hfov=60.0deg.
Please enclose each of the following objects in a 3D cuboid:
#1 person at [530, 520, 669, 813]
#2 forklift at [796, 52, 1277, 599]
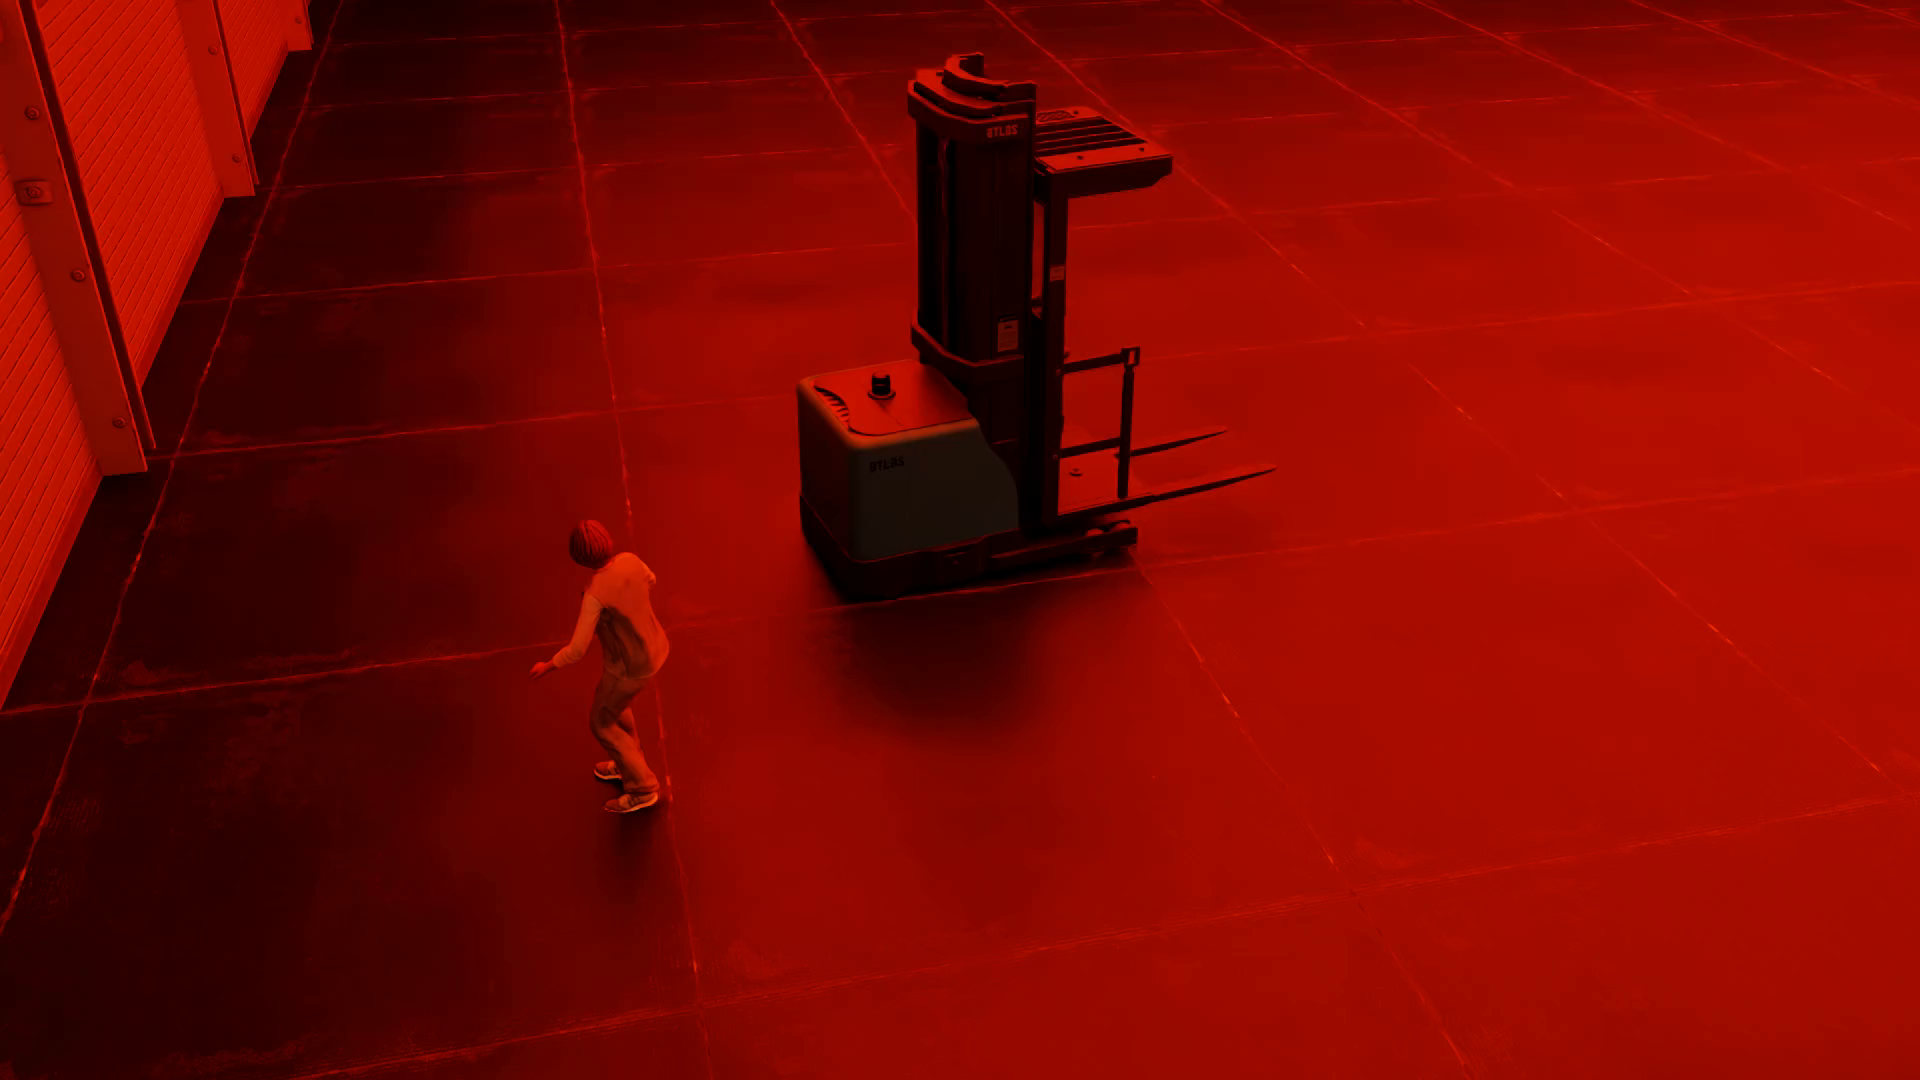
[{"bbox_3d":[-1.701,0.591,7.992,0.570,1.549,0.657,7,31,12],"label":"person"},{"bbox_3d":[0.557,-1.397,9.988,3.031,2.935,1.130,-12,32,-20],"label":"forklift"}]
